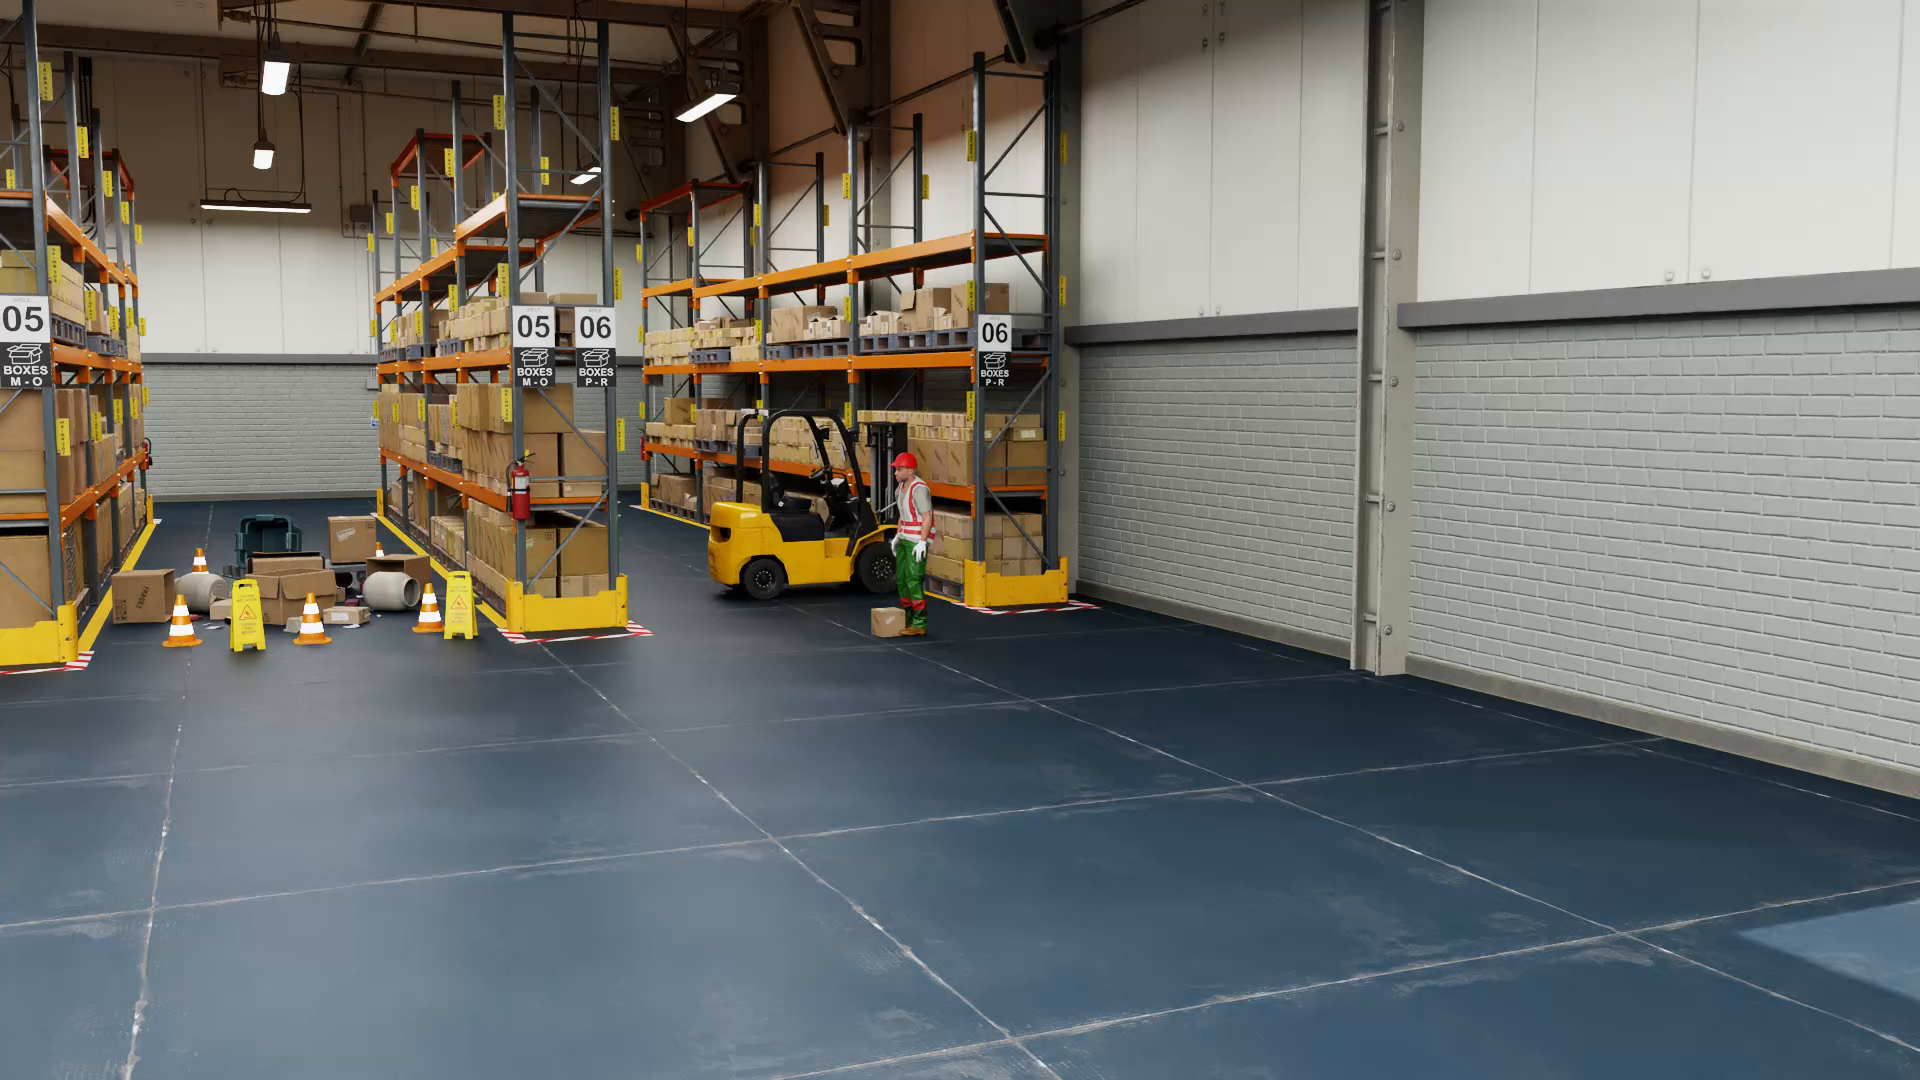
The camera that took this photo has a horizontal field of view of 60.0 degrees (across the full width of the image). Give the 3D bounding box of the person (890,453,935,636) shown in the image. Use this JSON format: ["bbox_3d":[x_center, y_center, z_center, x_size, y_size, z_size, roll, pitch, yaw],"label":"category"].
[{"bbox_3d":[-0.488,0.036,16.243,0.453,1.776,0.617,-3,6,-27],"label":"person"}]
